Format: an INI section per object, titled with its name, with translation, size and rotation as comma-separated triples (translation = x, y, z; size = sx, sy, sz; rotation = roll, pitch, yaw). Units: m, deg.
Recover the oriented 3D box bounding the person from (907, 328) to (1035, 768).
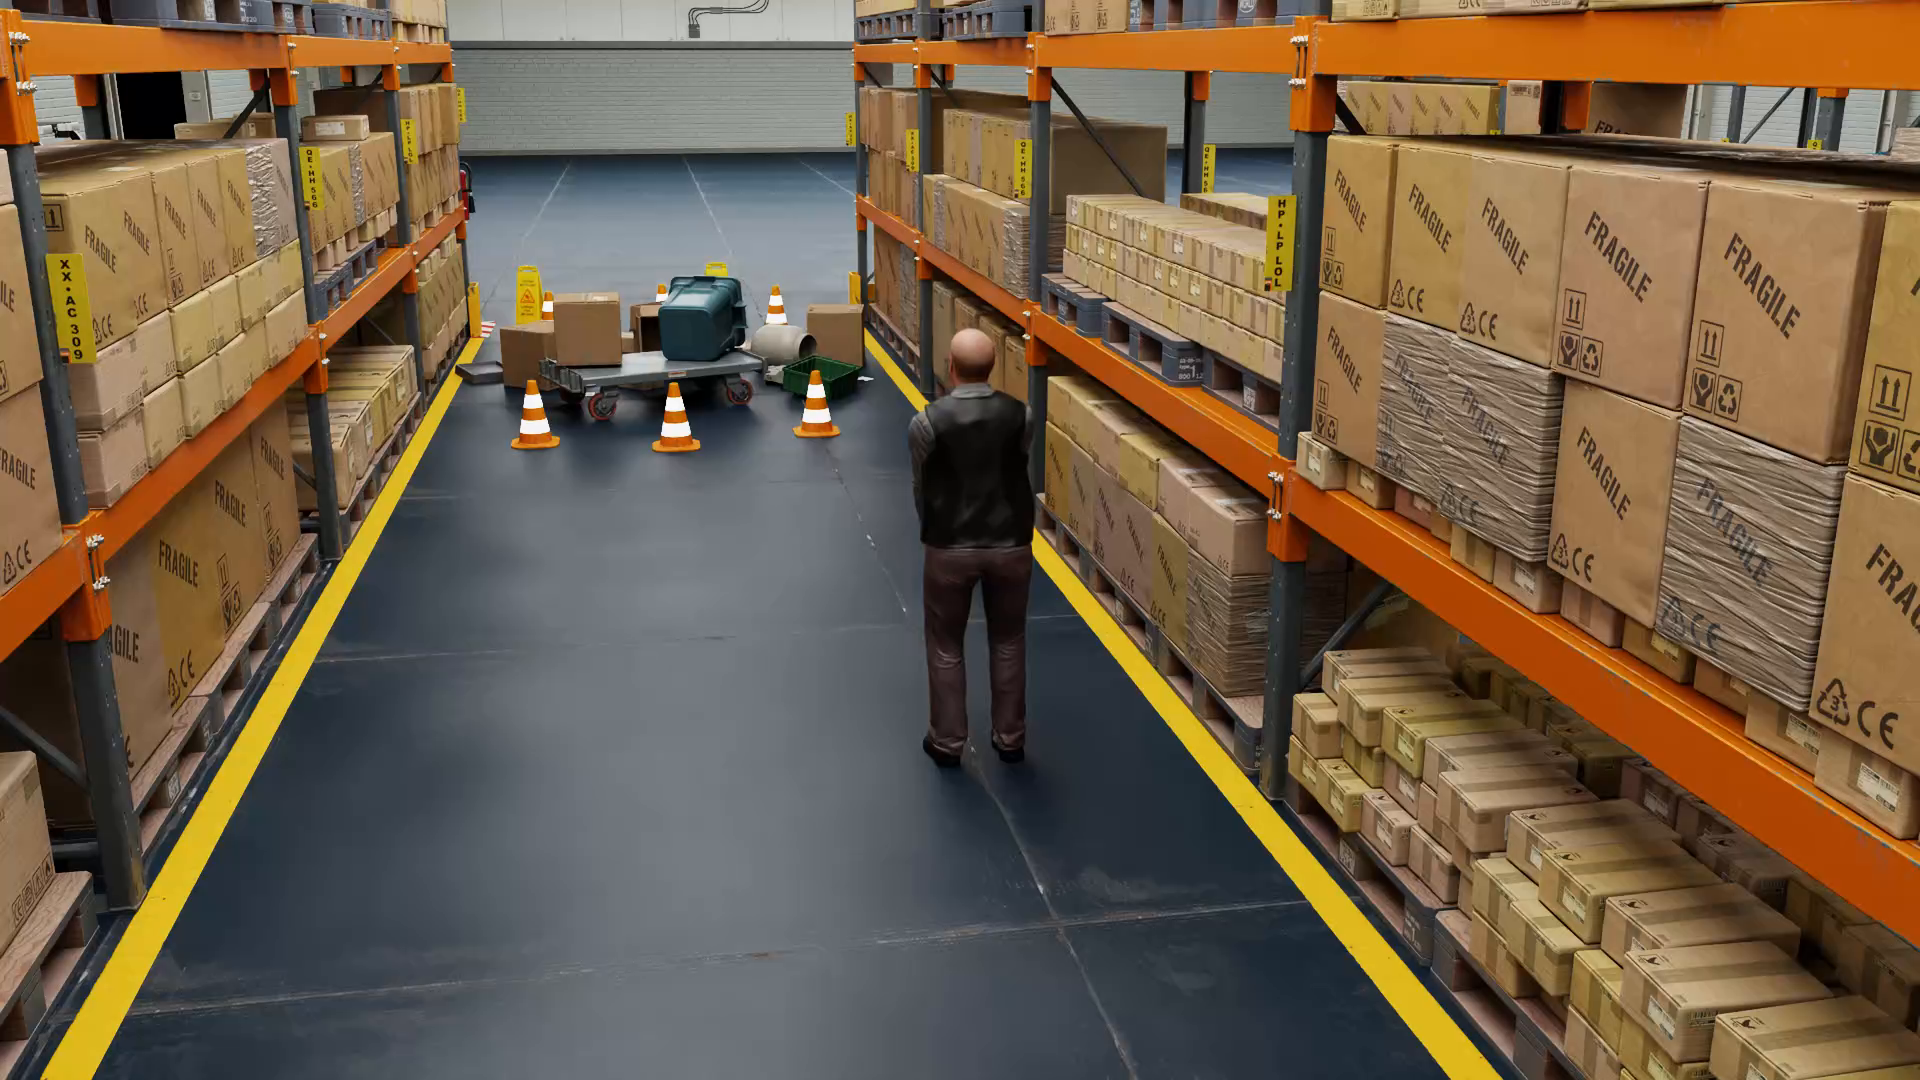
[person]
translation = 0.032, 0.018, 6.530
size = 0.494, 1.720, 0.559
rotation = -3, 17, -11
